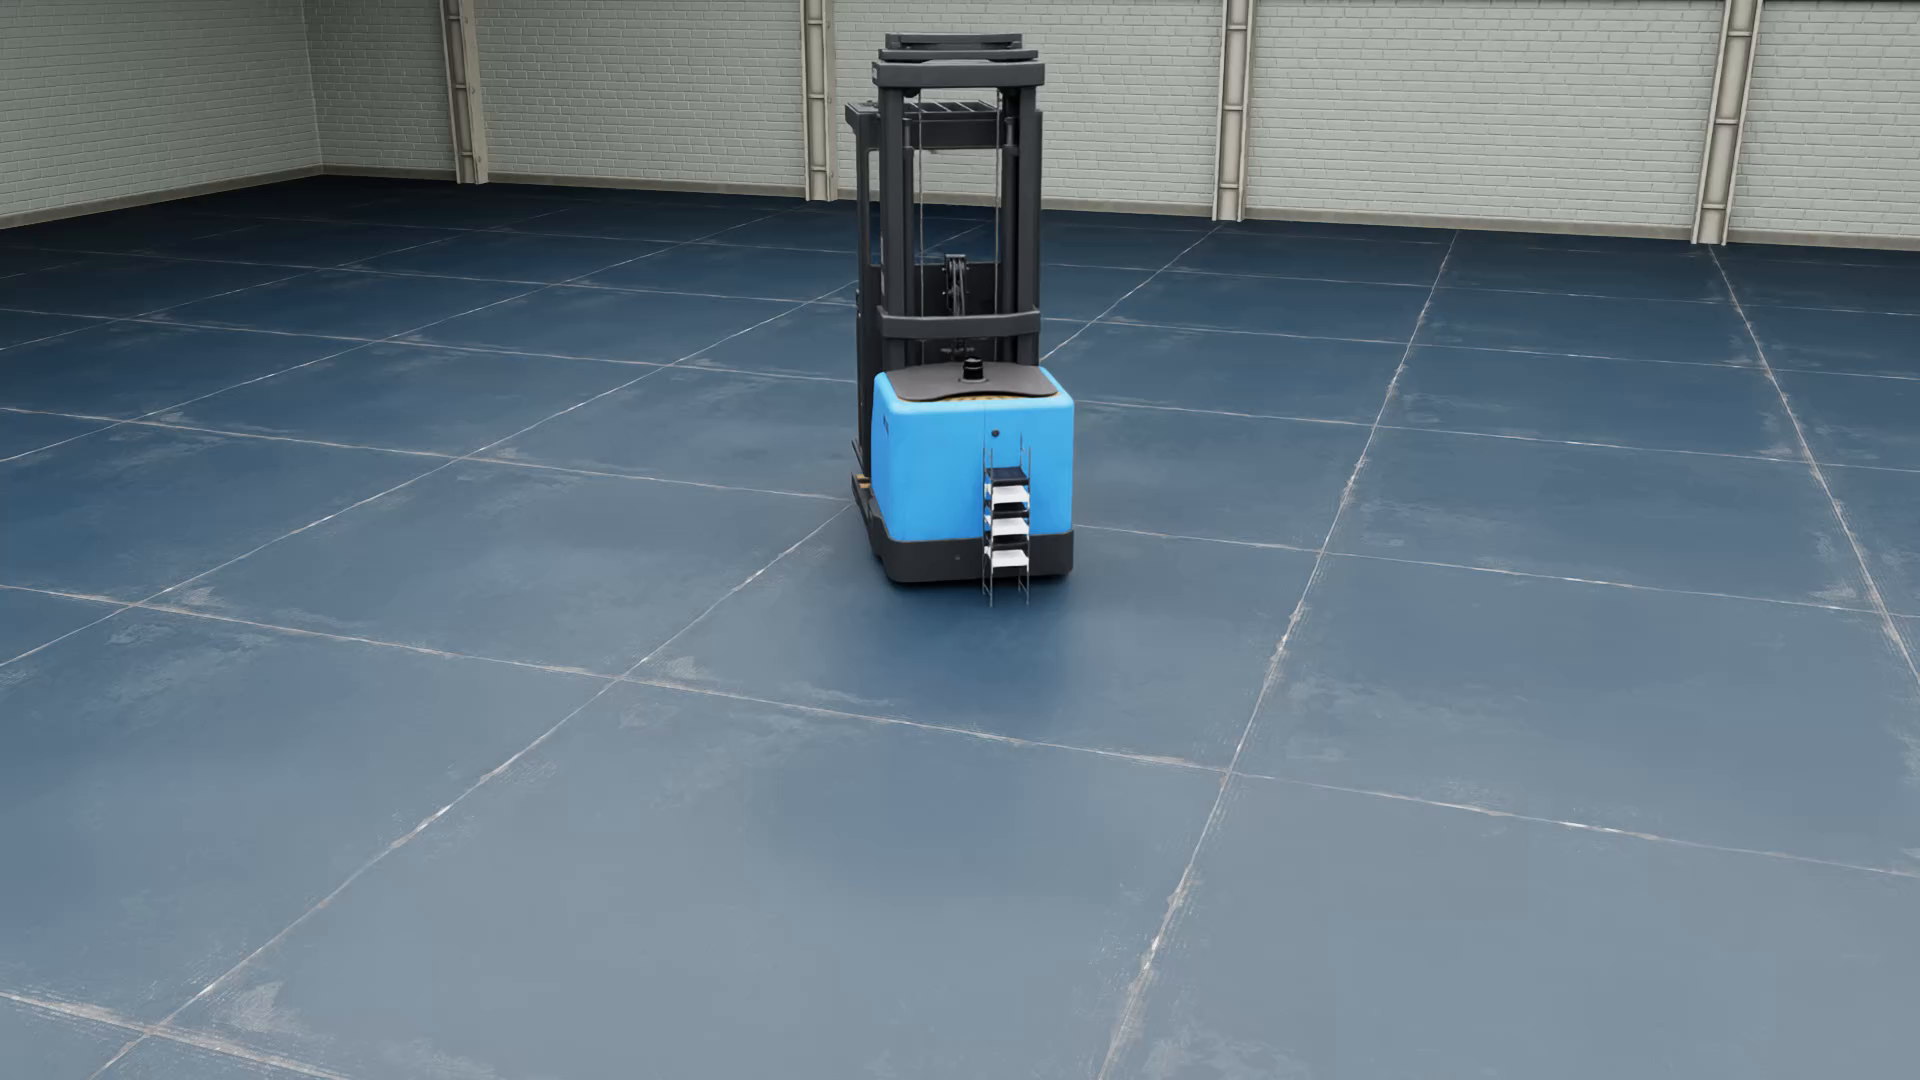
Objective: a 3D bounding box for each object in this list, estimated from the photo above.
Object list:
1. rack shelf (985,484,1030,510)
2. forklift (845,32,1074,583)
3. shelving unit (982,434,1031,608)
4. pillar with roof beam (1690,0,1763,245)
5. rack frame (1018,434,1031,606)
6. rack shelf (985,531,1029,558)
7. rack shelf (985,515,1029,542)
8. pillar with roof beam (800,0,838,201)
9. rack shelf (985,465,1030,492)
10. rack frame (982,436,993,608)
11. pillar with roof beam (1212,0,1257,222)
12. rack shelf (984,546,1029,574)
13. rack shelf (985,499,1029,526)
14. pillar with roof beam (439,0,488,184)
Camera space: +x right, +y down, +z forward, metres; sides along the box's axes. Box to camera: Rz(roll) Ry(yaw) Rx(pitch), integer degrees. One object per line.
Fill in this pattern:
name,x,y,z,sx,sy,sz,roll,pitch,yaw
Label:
rack shelf,0.249,-0.239,8.950,0.200,0.077,0.258,-3,20,-10
forklift,-0.102,-1.594,10.197,1.130,2.935,3.031,-3,19,-9
shelving unit,0.249,-0.101,8.998,0.210,0.900,0.258,-3,20,-10
pillar with roof beam,7.898,-6.615,15.383,0.400,9.000,9.100,7,20,18
rack frame,0.349,-0.107,9.015,0.006,0.900,0.240,-3,20,-10
rack shelf,0.249,0.016,9.039,0.200,0.077,0.258,-3,20,-10
rack shelf,0.249,-0.069,9.009,0.200,0.077,0.258,-3,20,-10
pillar with roof beam,-3.438,-7.911,19.101,0.400,9.000,9.100,7,20,18
rack shelf,0.249,-0.324,8.920,0.200,0.077,0.258,-3,20,-10
rack frame,0.149,-0.095,8.981,0.006,0.900,0.240,-3,20,-10
pillar with roof beam,2.230,-7.263,17.242,0.400,9.000,9.100,7,20,18
rack shelf,0.249,0.101,9.068,0.200,0.077,0.258,-3,20,-10
rack shelf,0.249,-0.154,8.980,0.200,0.077,0.258,-3,20,-10
pillar with roof beam,-9.106,-8.560,20.960,0.400,9.000,9.100,7,20,18
